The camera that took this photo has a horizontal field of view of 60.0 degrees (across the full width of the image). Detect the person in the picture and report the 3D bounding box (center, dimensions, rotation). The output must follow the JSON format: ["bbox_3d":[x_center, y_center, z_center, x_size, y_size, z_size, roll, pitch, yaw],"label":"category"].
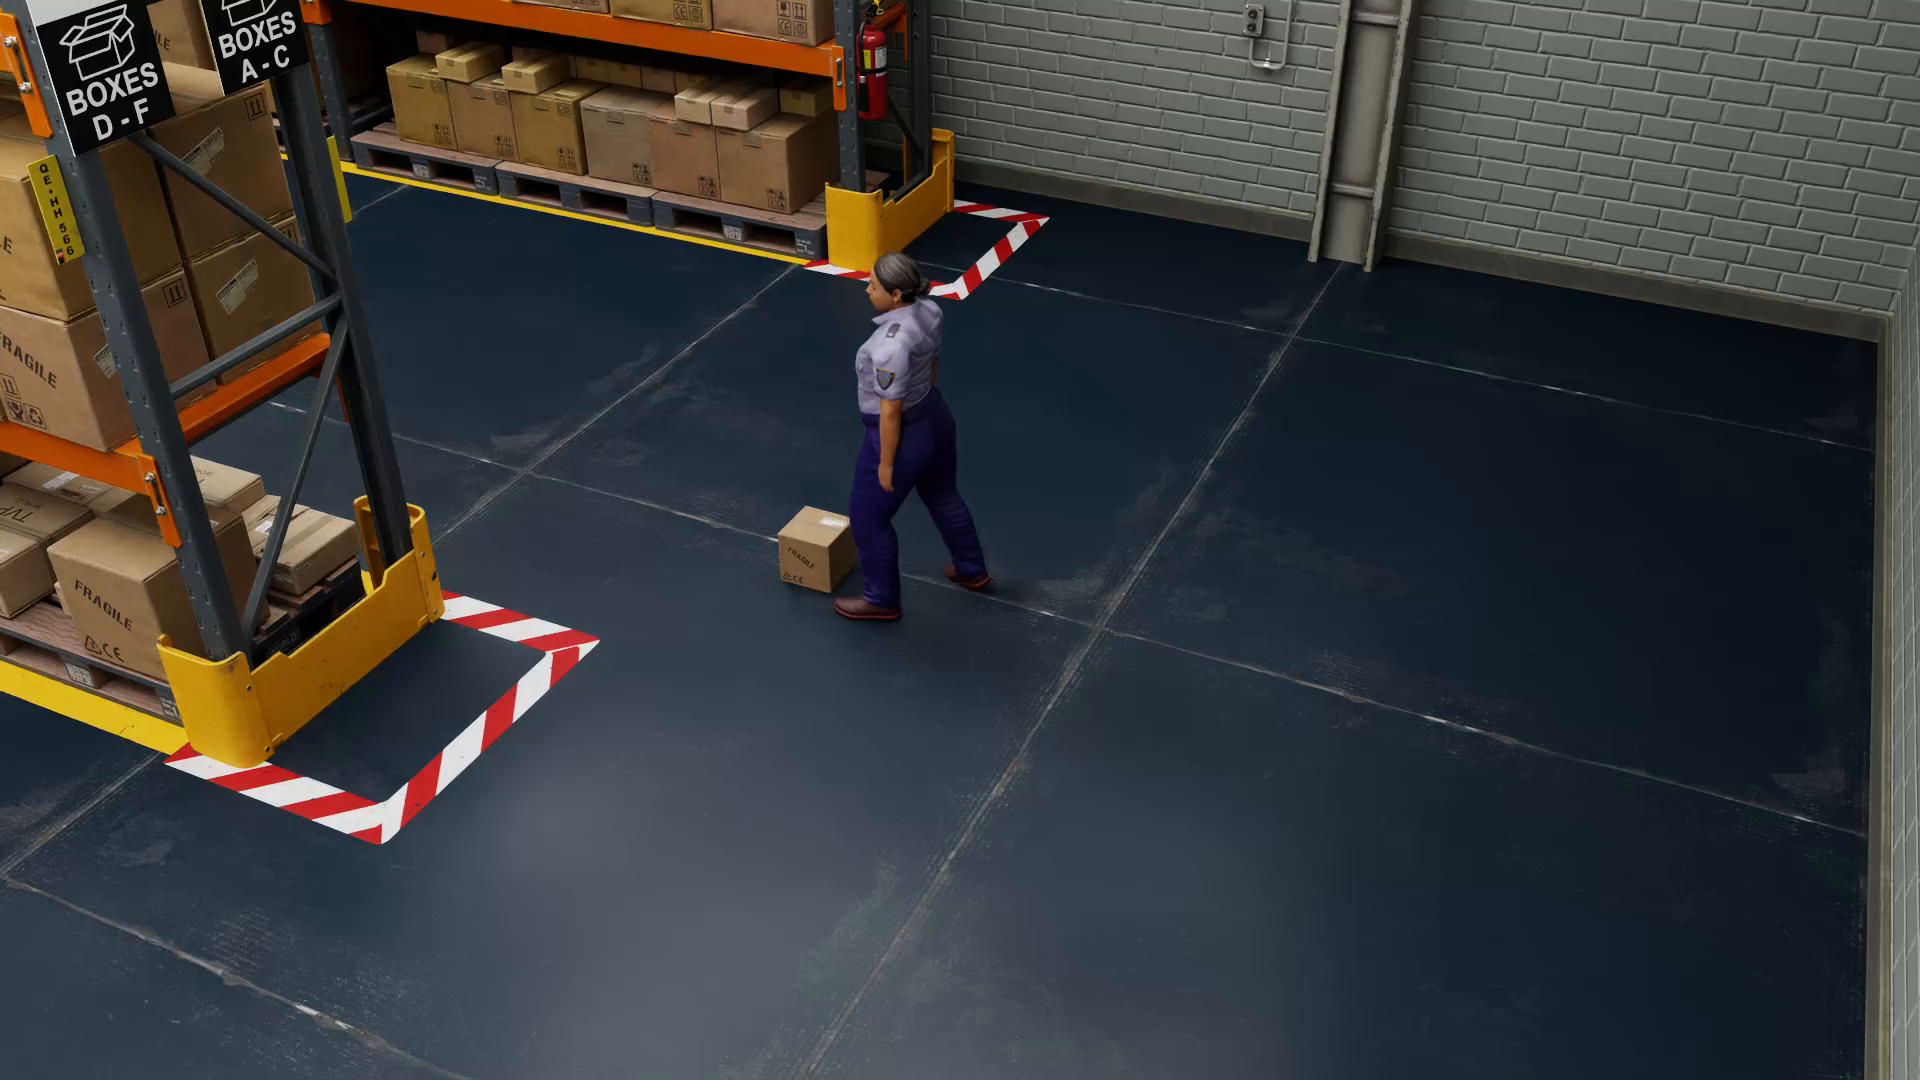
[{"bbox_3d":[-0.192,-0.423,6.818,0.572,1.669,0.576,14,36,20],"label":"person"}]
